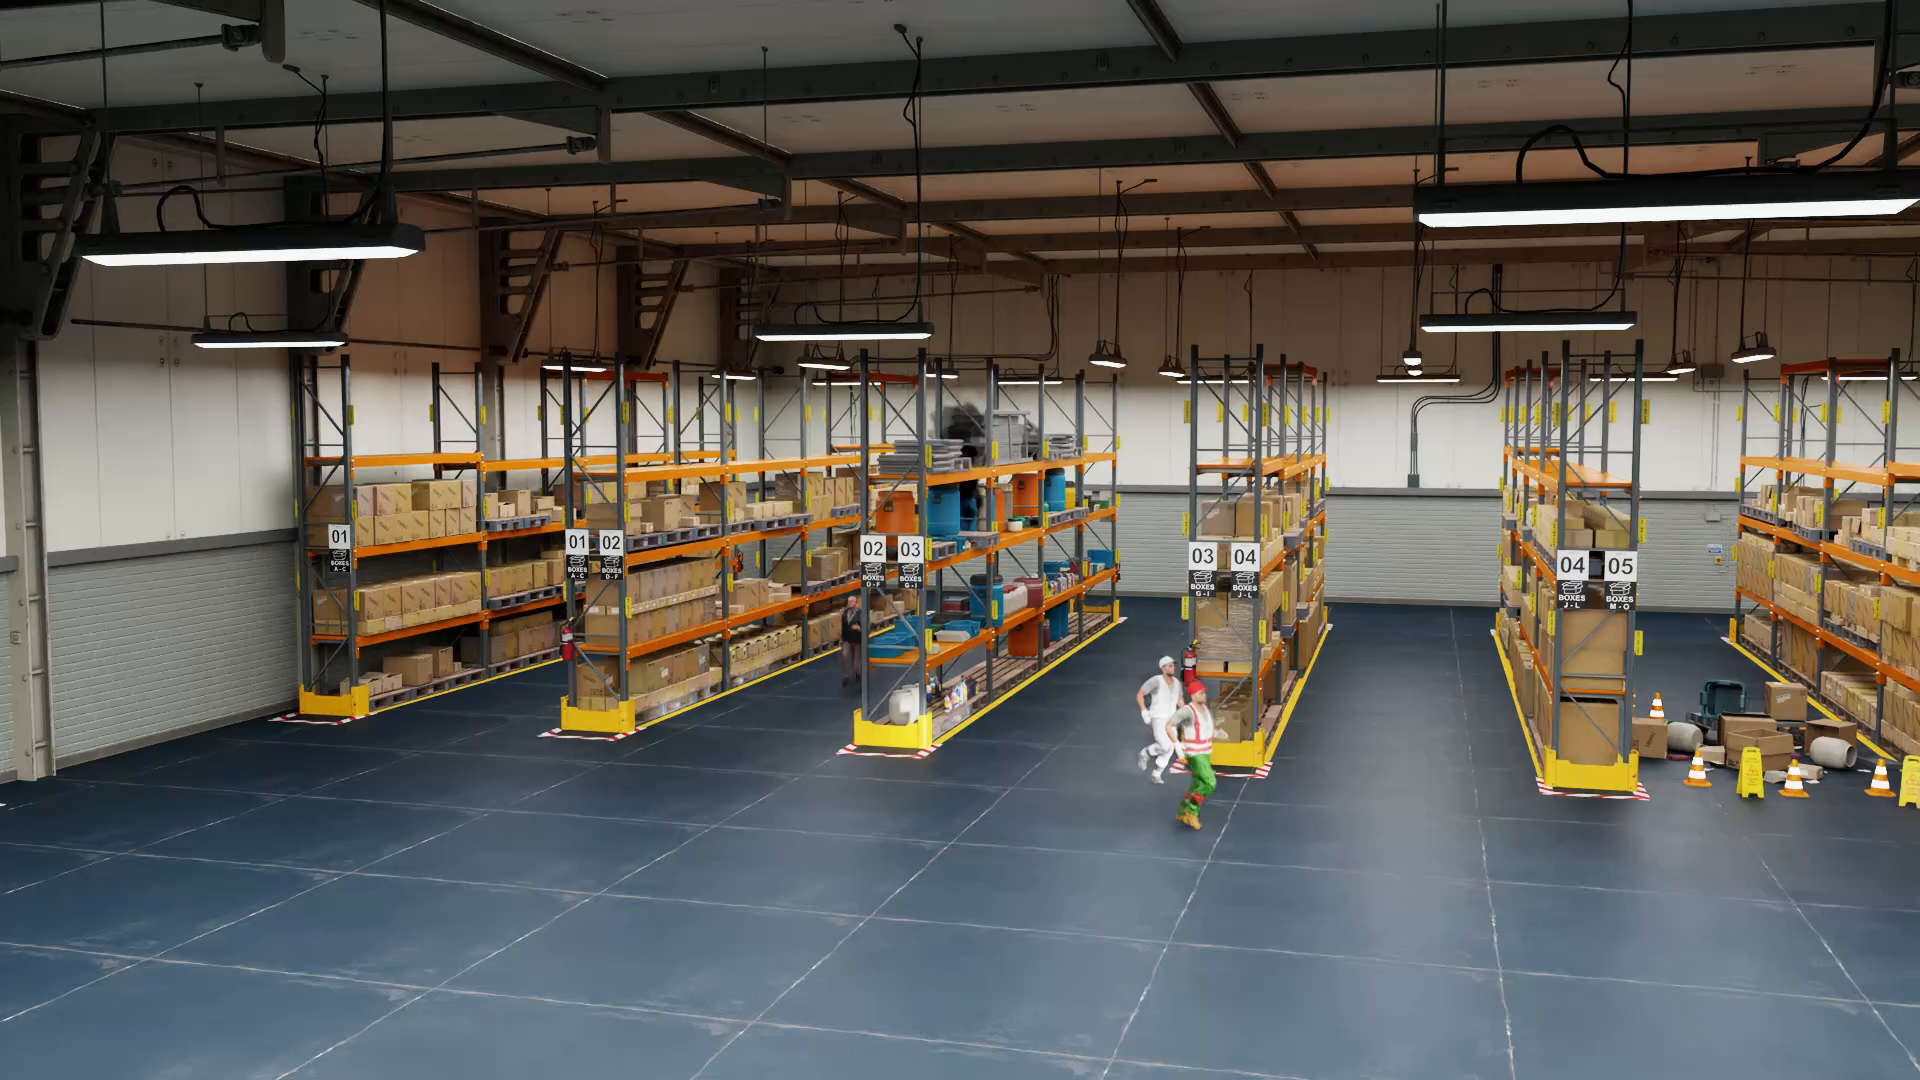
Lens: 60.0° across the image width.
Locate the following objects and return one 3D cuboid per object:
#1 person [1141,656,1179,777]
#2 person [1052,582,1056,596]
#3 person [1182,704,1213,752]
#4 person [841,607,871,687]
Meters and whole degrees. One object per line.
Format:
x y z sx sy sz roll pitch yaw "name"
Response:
2.793 2.426 22.689 0.475 1.663 0.509 -3 5 -31 "person"
5.993 2.375 24.579 2.481 1.579 21.129 -2 5 -29 "person"
2.869 2.260 20.108 0.321 0.561 0.410 4 6 39 "person"
-1.878 1.883 29.697 0.630 1.393 0.859 1 4 11 "person"
